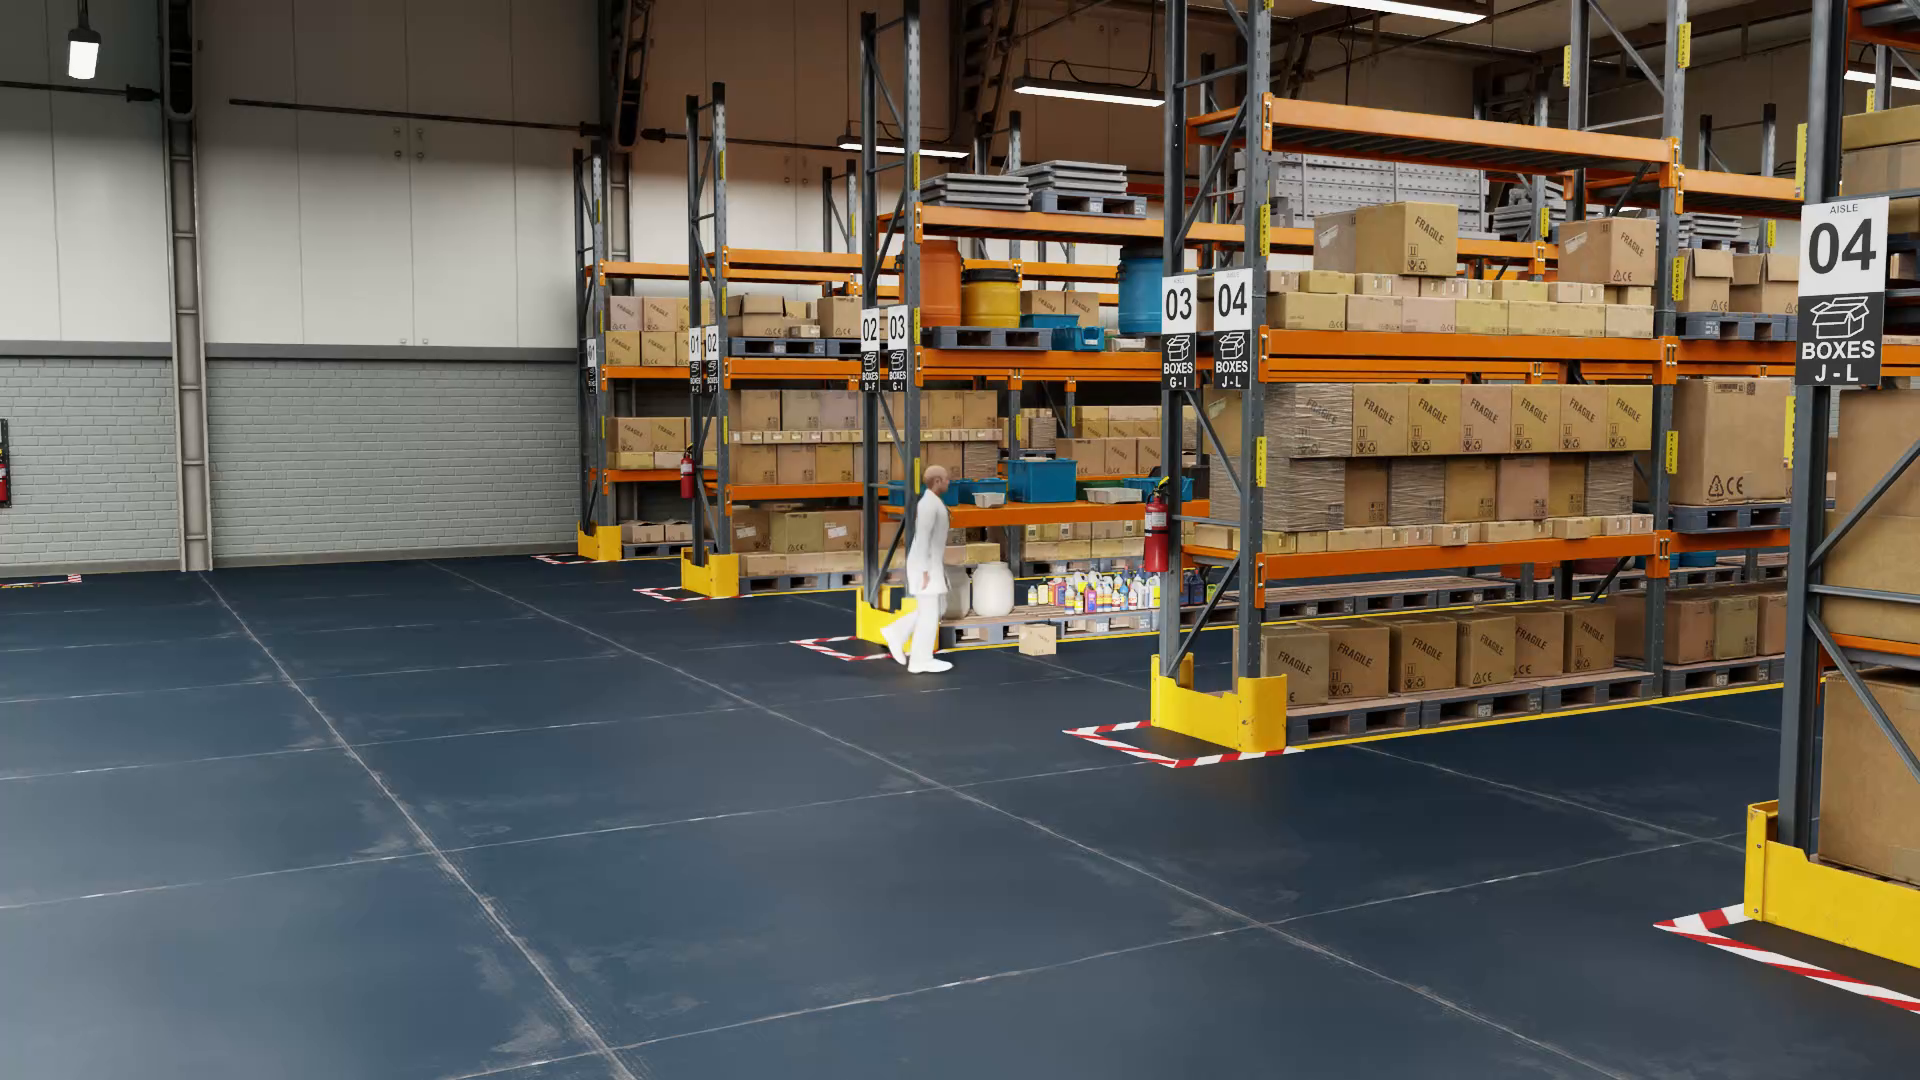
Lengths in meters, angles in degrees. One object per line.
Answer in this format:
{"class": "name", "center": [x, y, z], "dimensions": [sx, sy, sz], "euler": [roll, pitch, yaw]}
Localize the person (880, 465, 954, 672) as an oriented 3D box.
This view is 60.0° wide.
{"class": "person", "center": [-0.369, 0.235, 14.280], "dimensions": [0.632, 1.754, 0.610], "euler": [0, 5, 1]}
